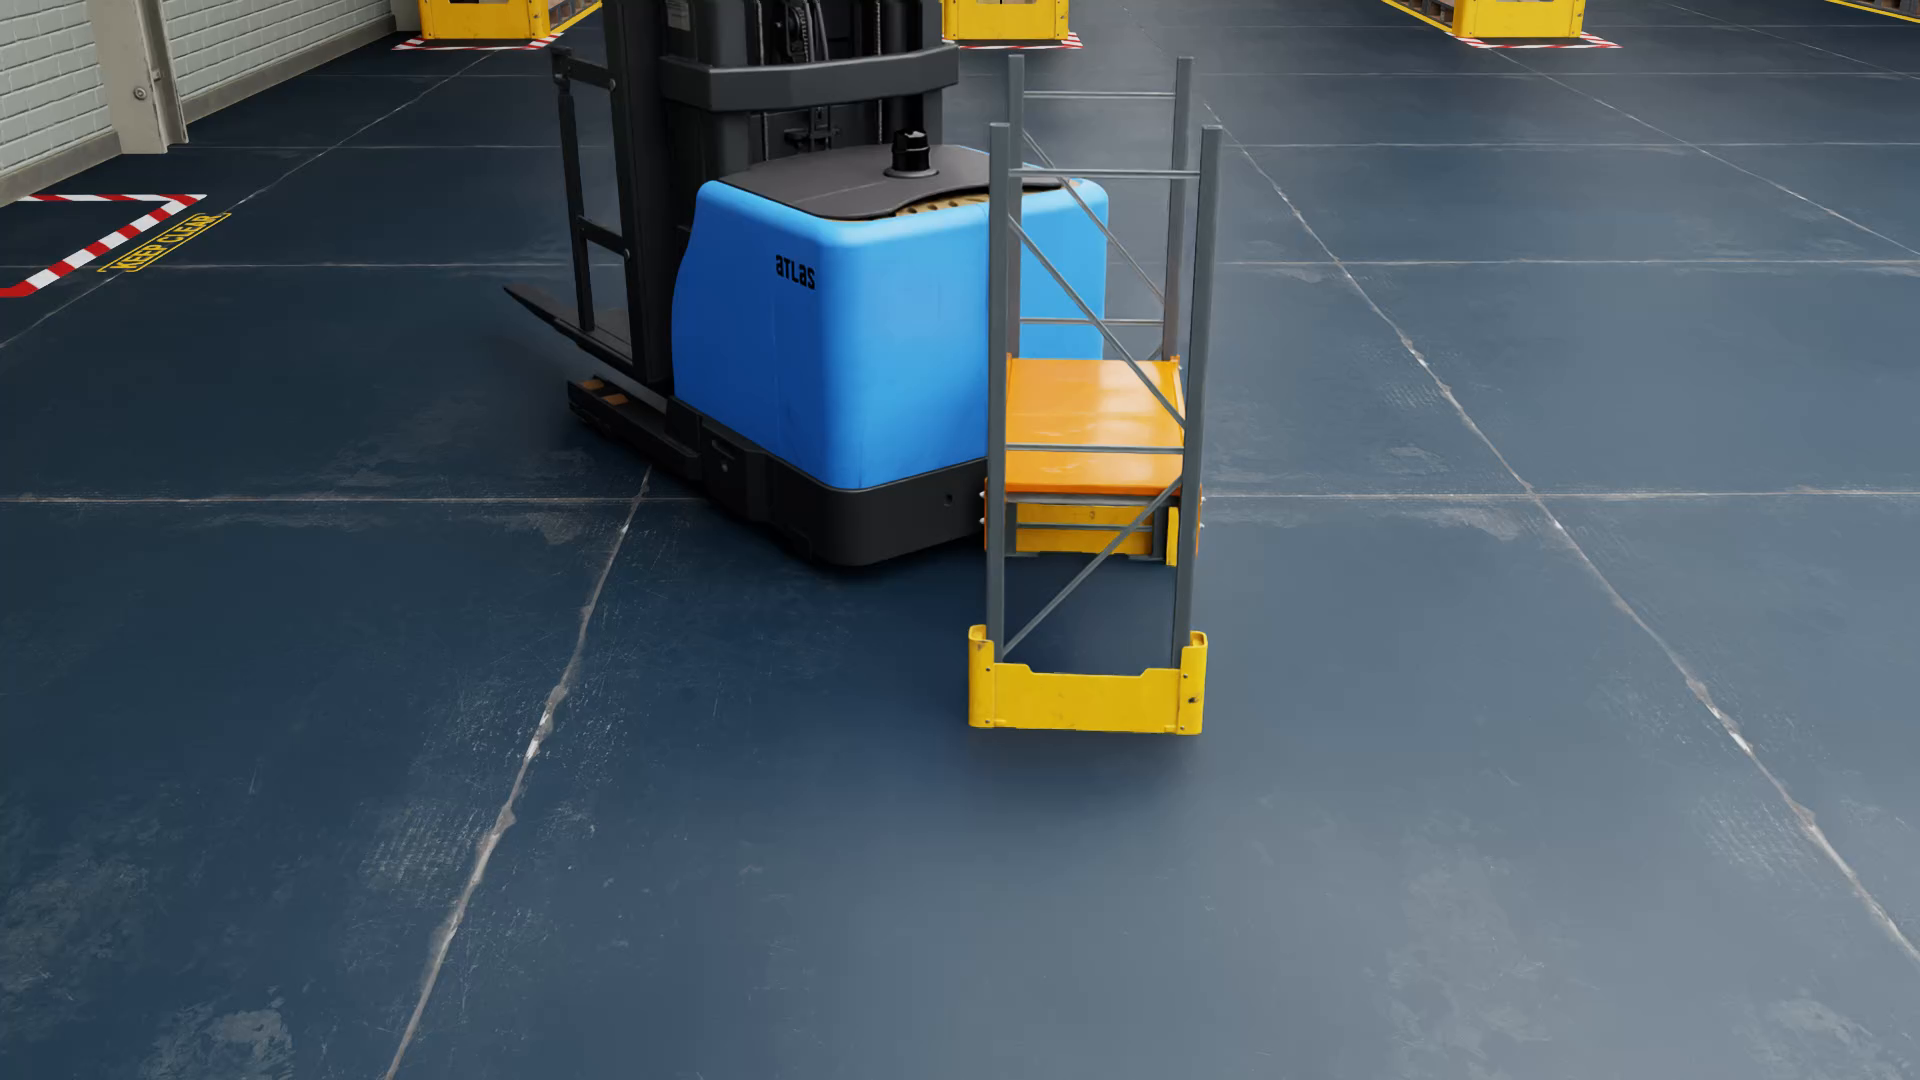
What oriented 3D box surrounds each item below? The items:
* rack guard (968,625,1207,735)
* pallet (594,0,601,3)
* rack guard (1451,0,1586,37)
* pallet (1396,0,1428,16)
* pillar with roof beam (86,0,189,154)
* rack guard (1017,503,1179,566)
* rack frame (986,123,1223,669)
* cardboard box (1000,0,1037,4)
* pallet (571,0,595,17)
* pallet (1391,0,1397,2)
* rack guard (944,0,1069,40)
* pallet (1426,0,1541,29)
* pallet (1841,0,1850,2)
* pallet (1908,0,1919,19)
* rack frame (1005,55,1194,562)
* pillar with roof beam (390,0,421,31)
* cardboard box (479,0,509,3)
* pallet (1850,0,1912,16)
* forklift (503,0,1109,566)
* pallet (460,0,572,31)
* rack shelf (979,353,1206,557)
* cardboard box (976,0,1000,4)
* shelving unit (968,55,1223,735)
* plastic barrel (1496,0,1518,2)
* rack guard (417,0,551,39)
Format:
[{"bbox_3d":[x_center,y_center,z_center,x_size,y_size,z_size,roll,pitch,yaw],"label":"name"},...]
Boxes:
[{"bbox_3d":[0.316,0.351,4.170,0.587,0.250,0.087,2,24,3],"label":"rack guard"},{"bbox_3d":[-4.520,-6.248,18.808,1.003,0.211,1.213,0,24,-1],"label":"pallet"},{"bbox_3d":[5.339,-5.083,15.883,1.175,0.500,0.348,0,24,-1],"label":"rack guard"},{"bbox_3d":[5.326,-5.788,17.791,1.003,0.211,1.213,0,24,-1],"label":"pallet"},{"bbox_3d":[-1.022,-6.712,9.170,9.100,9.000,0.400,0,24,-1],"label":"pillar with roof beam"},{"bbox_3d":[0.381,-0.058,5.076,0.587,0.250,0.087,2,24,3],"label":"rack guard"},{"bbox_3d":[0.314,-0.210,3.895,0.500,1.500,0.032,2,24,3],"label":"rack frame"},{"bbox_3d":[0.651,-5.331,16.224,0.500,0.250,0.500,0,24,-1],"label":"cardboard box"},{"bbox_3d":[-4.504,-5.744,17.694,1.003,0.211,1.213,0,24,-1],"label":"pallet"},{"bbox_3d":[5.309,-6.292,18.906,1.003,0.211,1.213,0,24,-1],"label":"pallet"},{"bbox_3d":[0.434,-5.022,15.746,1.175,0.500,0.348,0,24,-1],"label":"rack guard"},{"bbox_3d":[5.336,-5.287,16.683,1.003,0.211,1.213,0,24,-1],"label":"pallet"},{"bbox_3d":[10.339,-6.315,18.956,1.003,0.211,1.213,0,24,-1],"label":"pallet"},{"bbox_3d":[10.366,-5.309,16.733,1.003,0.211,1.213,0,24,-1],"label":"pallet"},{"bbox_3d":[0.381,-0.628,4.819,0.500,1.500,0.032,2,24,3],"label":"rack frame"},{"bbox_3d":[-1.087,-9.184,14.636,9.100,9.000,0.400,0,24,-1],"label":"pillar with roof beam"},{"bbox_3d":[-4.437,-5.408,16.295,0.500,0.311,0.500,-3,25,-7],"label":"cardboard box"},{"bbox_3d":[10.355,-5.811,17.841,1.003,0.211,1.213,0,24,-1],"label":"pallet"},{"bbox_3d":[-0.804,-1.806,5.687,1.130,2.935,3.031,-17,29,-32],"label":"forklift"},{"bbox_3d":[-4.493,-5.242,16.585,1.003,0.211,1.213,0,24,-1],"label":"pallet"},{"bbox_3d":[0.348,-0.255,4.431,0.538,0.185,1.000,2,24,3],"label":"rack shelf"},{"bbox_3d":[0.133,-5.329,16.219,0.500,0.250,0.500,0,24,-1],"label":"cardboard box"},{"bbox_3d":[0.348,-0.423,4.365,0.587,1.500,1.083,2,24,3],"label":"shelving unit"},{"bbox_3d":[5.304,-5.520,16.324,0.421,0.512,0.421,0,24,0],"label":"plastic barrel"},{"bbox_3d":[-4.520,-5.039,15.785,1.175,0.500,0.348,0,24,-1],"label":"rack guard"}]
